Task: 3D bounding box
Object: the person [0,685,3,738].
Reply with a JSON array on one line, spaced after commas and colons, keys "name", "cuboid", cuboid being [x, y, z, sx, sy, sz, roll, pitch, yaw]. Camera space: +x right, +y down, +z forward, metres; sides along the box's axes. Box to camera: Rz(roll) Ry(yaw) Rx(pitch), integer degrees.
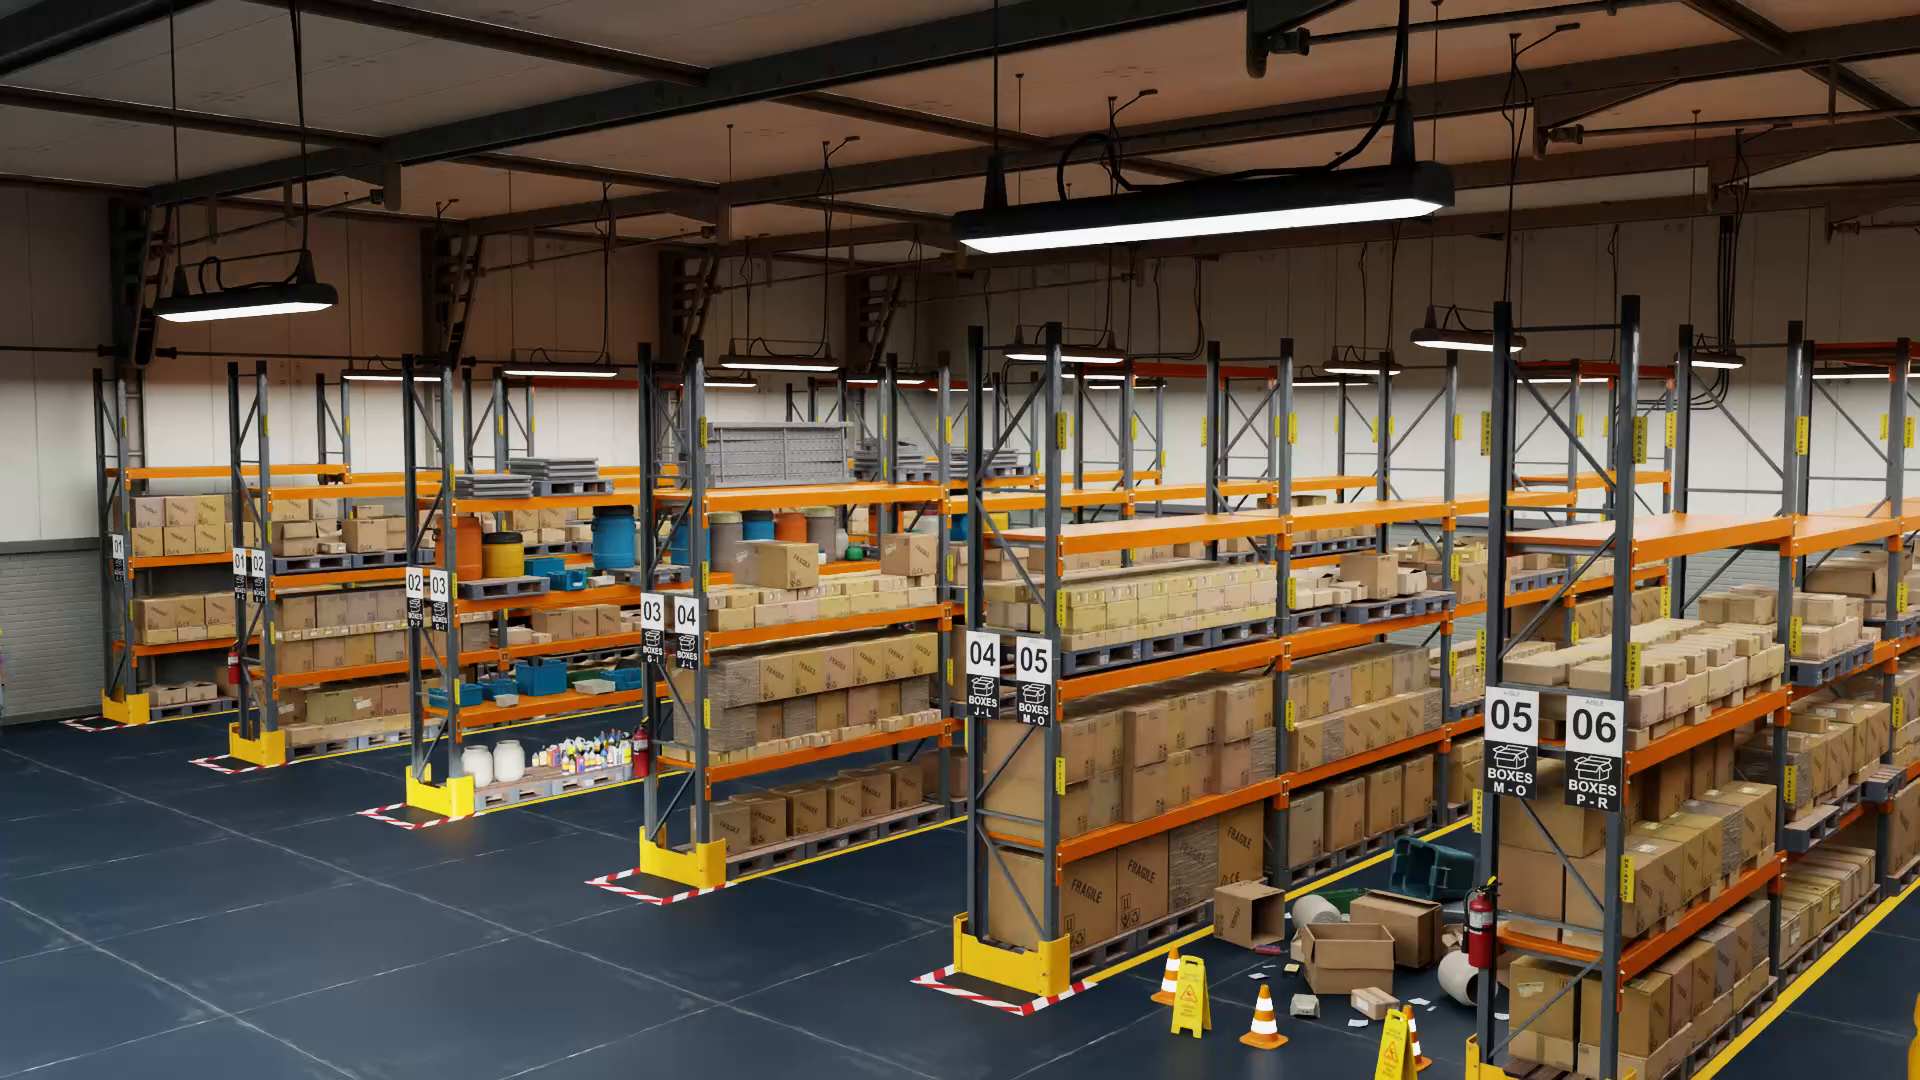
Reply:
[{"name": "person", "cuboid": [-15.644, 2.333, 26.676, 0.553, 1.789, 0.662, 3, 5, 31]}]
